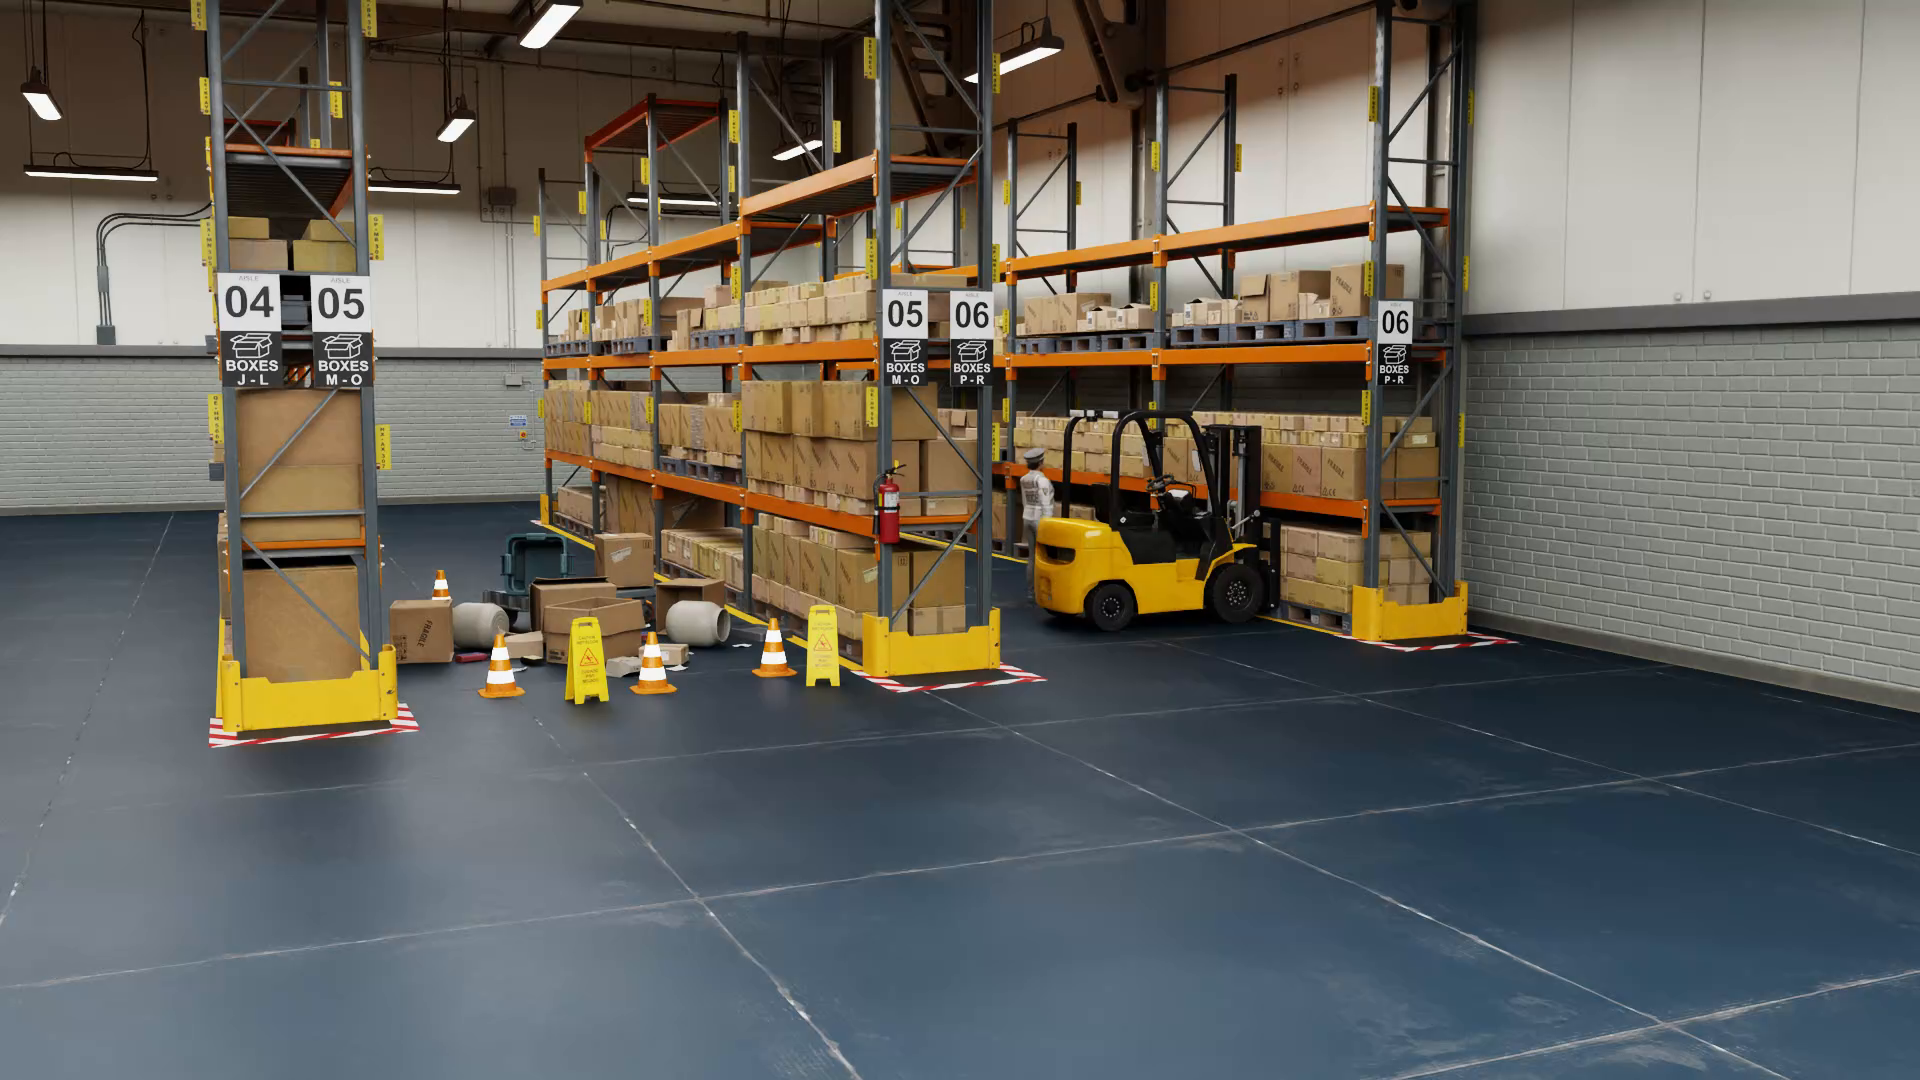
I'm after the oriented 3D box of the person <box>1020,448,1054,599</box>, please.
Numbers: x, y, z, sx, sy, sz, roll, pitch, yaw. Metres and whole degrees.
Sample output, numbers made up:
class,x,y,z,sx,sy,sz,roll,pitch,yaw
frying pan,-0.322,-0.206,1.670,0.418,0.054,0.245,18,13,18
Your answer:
class,x,y,z,sx,sy,sz,roll,pitch,yaw
person,0.886,-0.165,18.403,0.421,1.713,0.509,-3,6,-32
